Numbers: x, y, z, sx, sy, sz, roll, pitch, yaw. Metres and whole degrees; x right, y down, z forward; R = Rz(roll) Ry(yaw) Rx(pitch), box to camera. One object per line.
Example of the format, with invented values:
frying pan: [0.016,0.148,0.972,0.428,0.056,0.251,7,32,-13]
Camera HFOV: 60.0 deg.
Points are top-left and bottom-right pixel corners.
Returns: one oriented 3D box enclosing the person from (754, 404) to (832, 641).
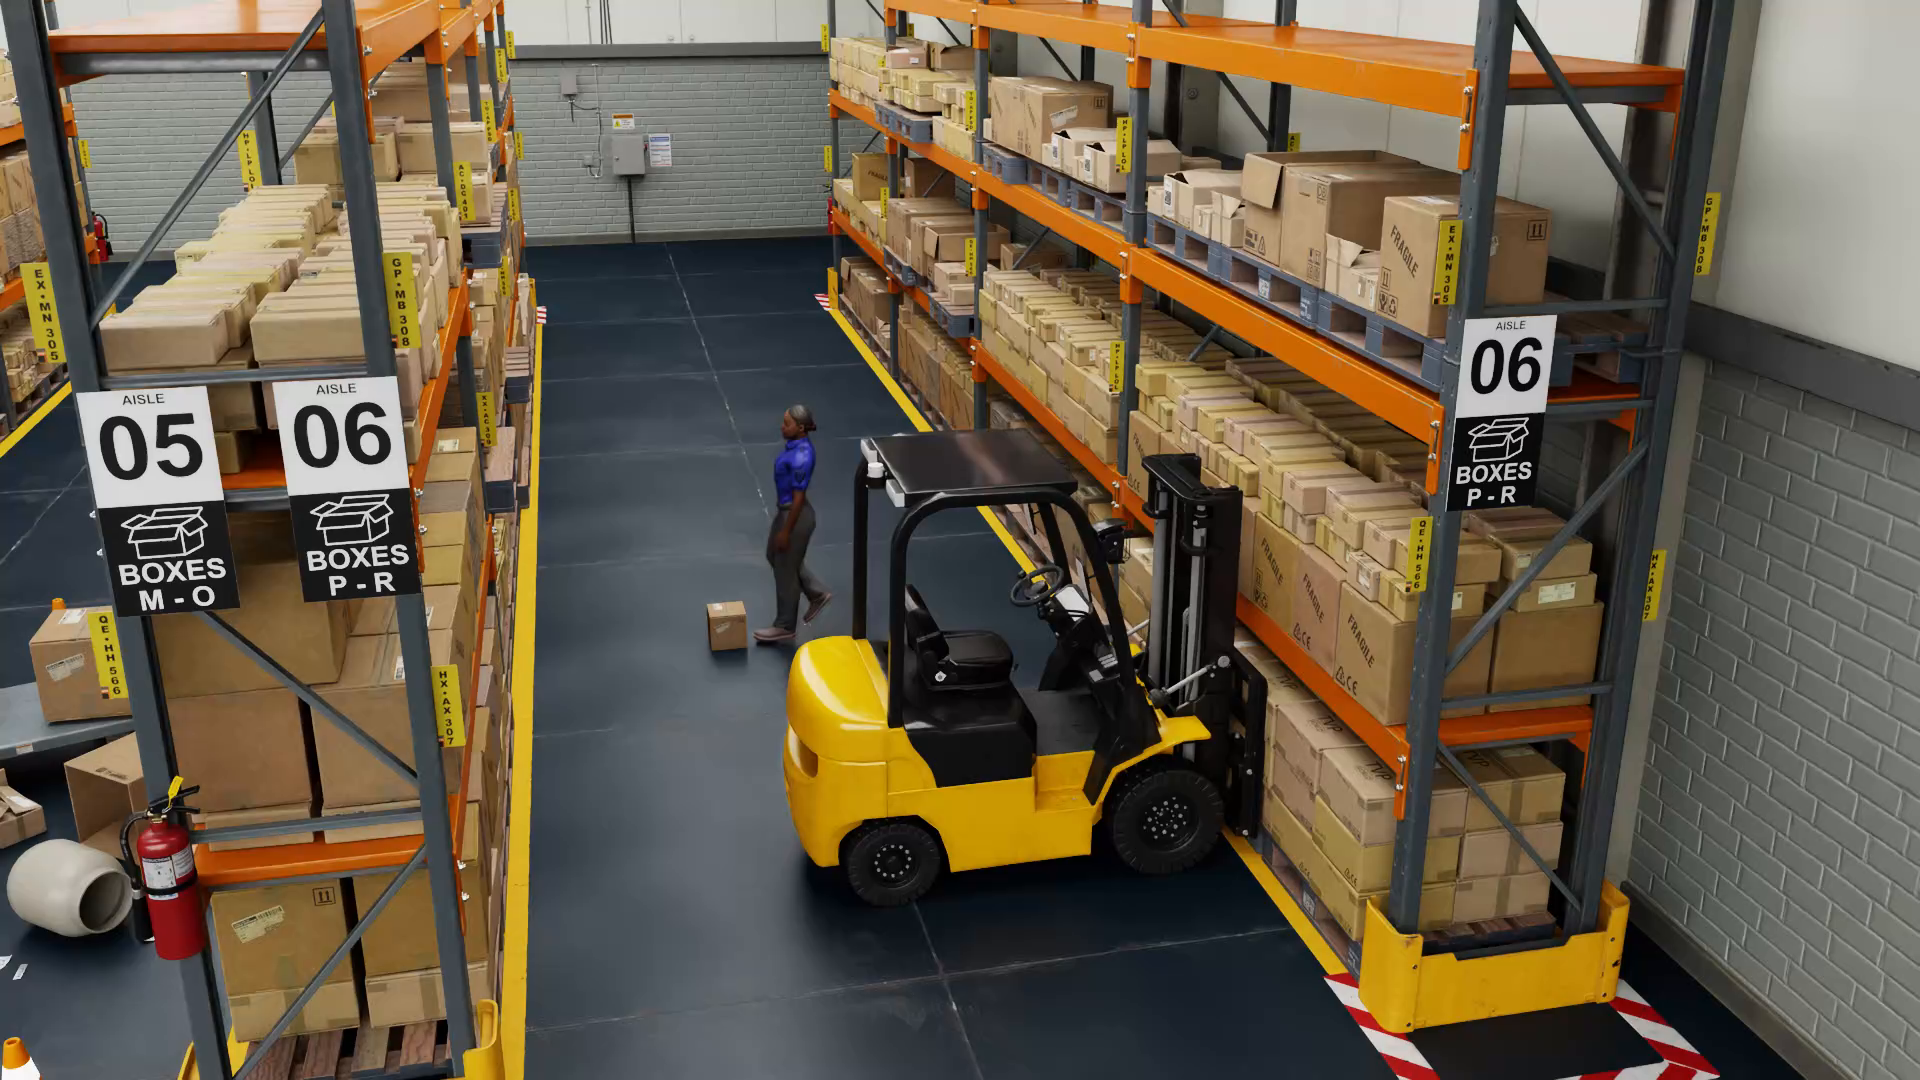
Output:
person: [-1.164,-0.124,11.356,0.551,1.655,0.490,-1,20,-4]
